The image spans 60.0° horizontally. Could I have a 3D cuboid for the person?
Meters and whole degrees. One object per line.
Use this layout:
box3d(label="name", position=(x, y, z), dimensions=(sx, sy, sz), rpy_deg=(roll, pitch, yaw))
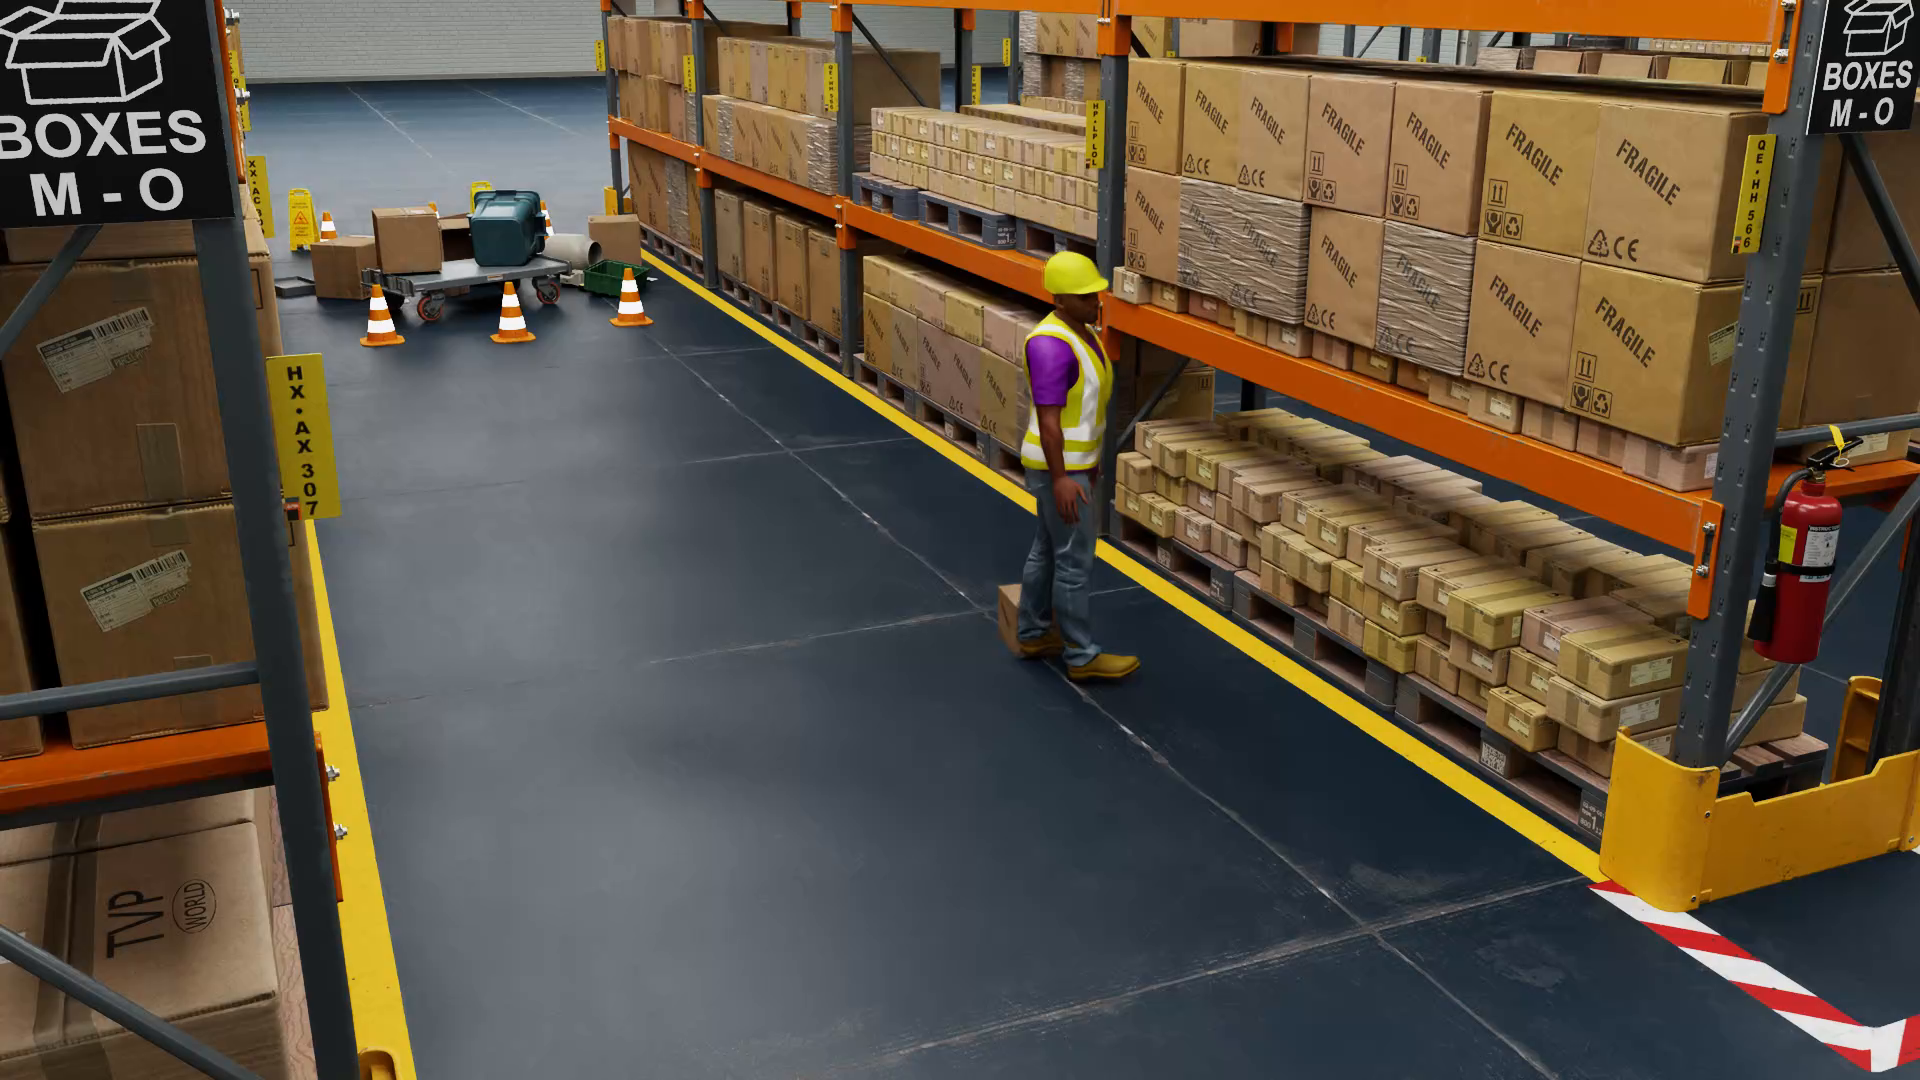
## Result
box3d(label="person", position=(0.499, -0.299, 6.829), dimensions=(0.560, 1.763, 0.651), rpy_deg=(4, 19, 11))
